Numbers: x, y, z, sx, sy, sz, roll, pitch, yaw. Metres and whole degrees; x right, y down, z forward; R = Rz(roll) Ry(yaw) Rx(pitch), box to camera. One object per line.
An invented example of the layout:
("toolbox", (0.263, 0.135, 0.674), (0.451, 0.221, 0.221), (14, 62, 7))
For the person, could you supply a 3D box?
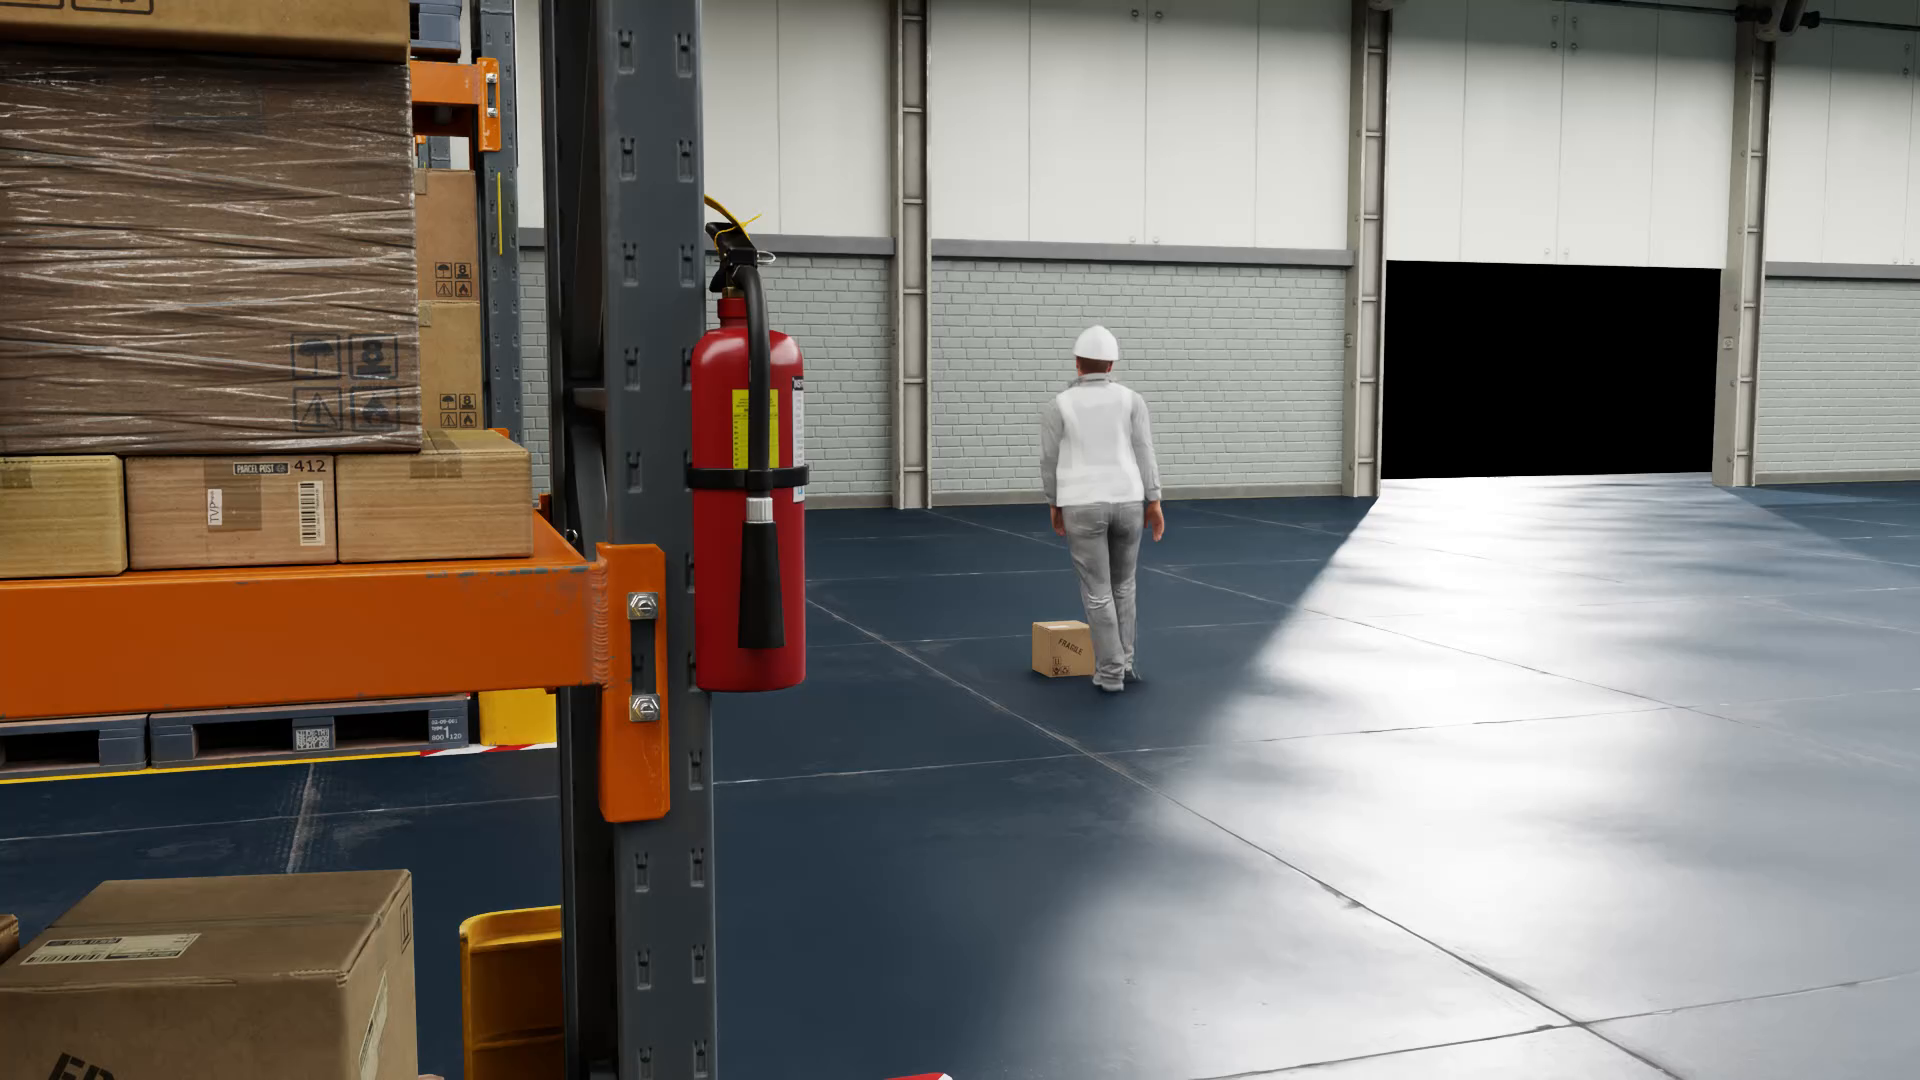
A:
("person", (0.673, -0.152, 8.186), (0.581, 1.790, 0.637), (-1, 6, -12))
